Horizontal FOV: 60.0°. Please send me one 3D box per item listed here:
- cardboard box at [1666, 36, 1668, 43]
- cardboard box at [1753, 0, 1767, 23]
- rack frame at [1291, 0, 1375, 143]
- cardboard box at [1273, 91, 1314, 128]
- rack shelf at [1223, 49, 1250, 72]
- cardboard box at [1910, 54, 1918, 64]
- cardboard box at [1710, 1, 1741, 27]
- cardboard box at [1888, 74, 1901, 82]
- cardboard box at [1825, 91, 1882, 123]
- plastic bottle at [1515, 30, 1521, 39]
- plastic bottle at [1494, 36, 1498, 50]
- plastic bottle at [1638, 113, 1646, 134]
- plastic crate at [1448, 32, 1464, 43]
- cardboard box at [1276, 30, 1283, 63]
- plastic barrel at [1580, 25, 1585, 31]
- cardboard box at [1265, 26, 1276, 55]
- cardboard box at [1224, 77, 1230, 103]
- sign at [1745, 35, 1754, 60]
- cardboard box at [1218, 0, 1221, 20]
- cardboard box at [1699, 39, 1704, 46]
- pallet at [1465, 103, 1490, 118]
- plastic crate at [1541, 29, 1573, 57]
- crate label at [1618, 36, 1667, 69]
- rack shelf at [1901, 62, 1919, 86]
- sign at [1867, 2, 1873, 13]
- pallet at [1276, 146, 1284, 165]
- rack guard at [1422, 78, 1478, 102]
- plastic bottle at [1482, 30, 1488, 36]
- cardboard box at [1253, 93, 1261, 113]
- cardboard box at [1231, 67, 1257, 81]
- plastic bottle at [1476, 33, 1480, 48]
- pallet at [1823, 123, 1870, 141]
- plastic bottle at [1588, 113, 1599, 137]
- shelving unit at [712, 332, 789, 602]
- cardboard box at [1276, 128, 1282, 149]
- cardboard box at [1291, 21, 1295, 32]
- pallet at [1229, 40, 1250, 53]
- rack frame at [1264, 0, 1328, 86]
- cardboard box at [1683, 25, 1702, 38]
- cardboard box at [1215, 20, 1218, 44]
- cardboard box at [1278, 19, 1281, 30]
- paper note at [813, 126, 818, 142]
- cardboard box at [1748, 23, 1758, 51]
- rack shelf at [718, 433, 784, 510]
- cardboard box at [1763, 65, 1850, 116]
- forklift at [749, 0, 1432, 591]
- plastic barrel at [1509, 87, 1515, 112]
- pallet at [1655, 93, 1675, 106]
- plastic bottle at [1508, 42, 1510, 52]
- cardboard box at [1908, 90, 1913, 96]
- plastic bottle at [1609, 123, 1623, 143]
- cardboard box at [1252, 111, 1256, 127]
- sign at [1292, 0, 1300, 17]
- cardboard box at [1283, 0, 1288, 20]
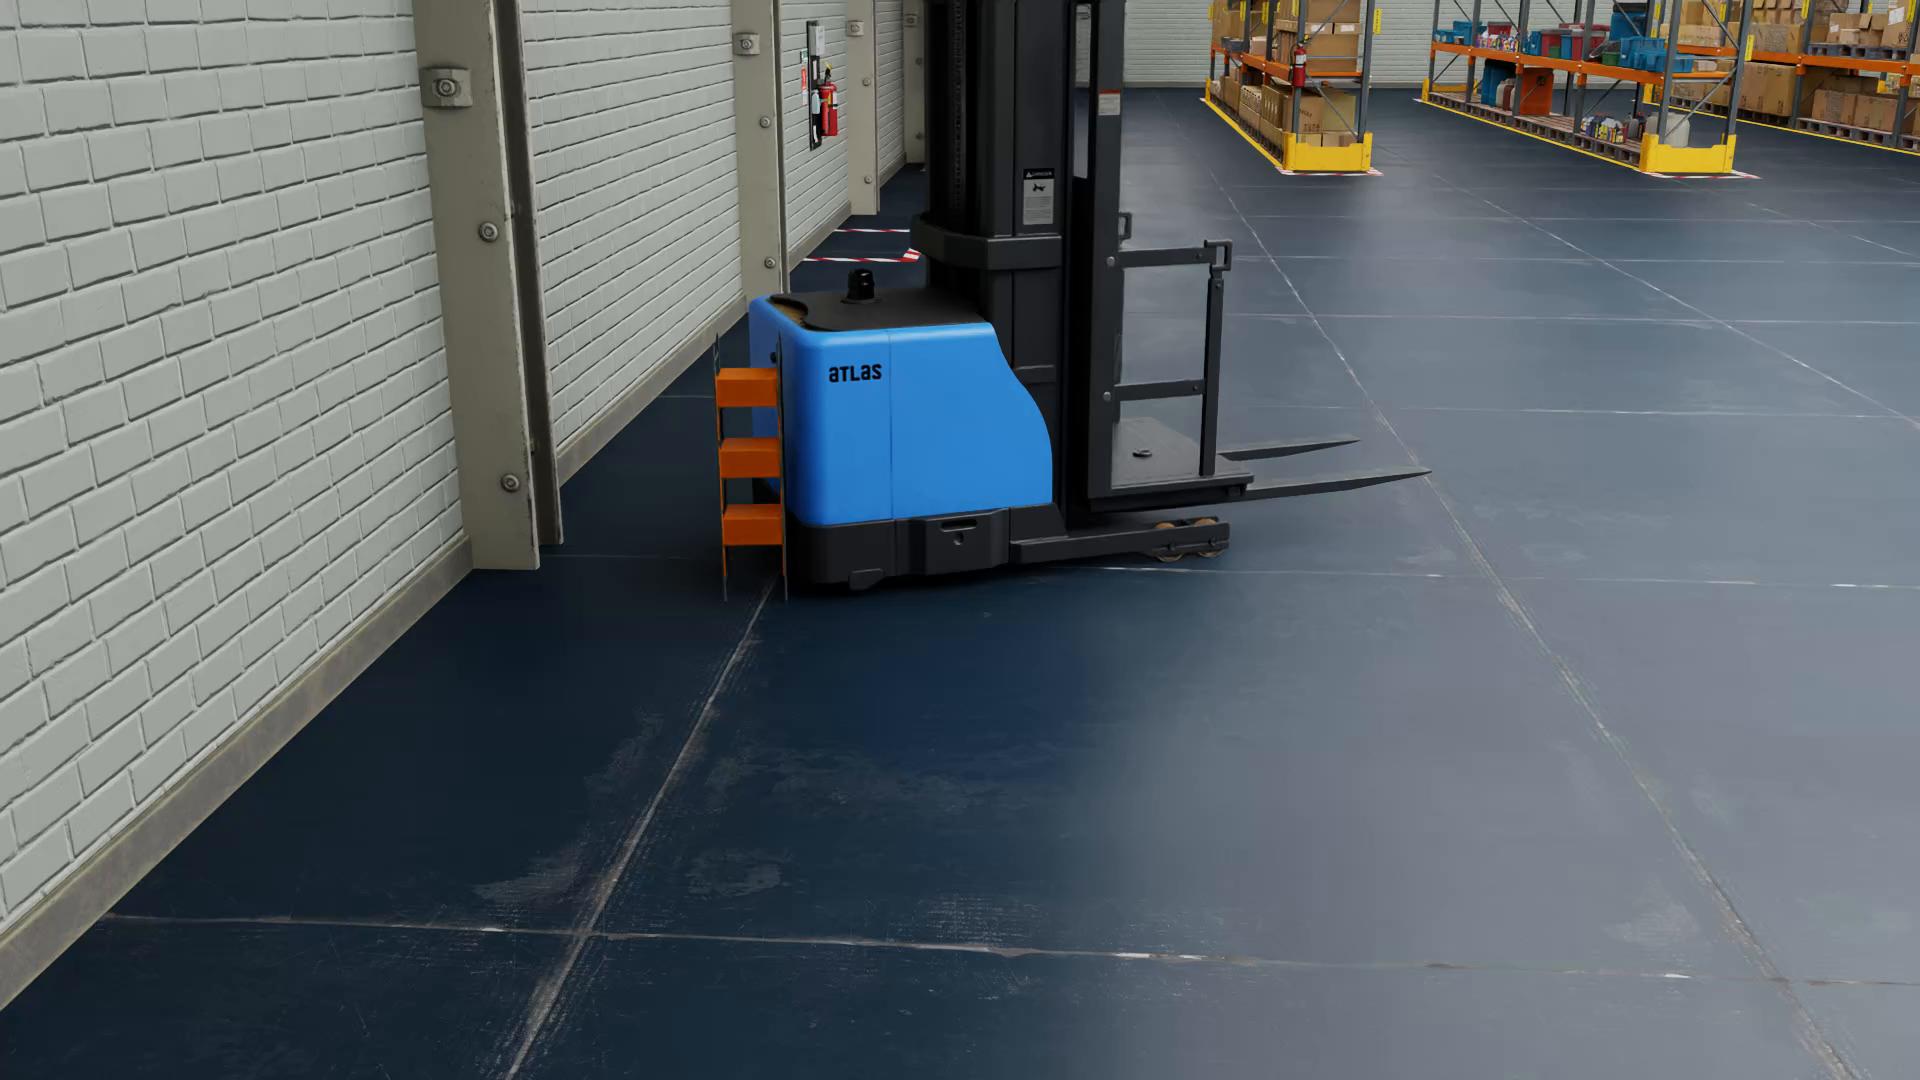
[{"bbox_3d":[15.749,-10.974,36.499,0.380,0.149,0.250,1,18,3],"label":"cardboard box"},{"bbox_3d":[15.753,-10.226,32.041,0.797,0.503,0.637,1,18,5],"label":"cardboard box"},{"bbox_3d":[5.111,-6.608,22.773,1.000,3.000,0.127,1,18,4],"label":"rack frame"},{"bbox_3d":[4.910,-6.342,24.496,0.500,0.500,0.500,1,18,4],"label":"cardboard box"},{"bbox_3d":[5.828,-9.372,32.363,1.077,0.370,4.000,1,18,4],"label":"rack shelf"},{"bbox_3d":[14.963,-7.449,25.742,0.380,0.149,0.250,1,18,4],"label":"cardboard box"},{"bbox_3d":[15.618,-10.688,33.783,0.500,0.500,0.500,2,18,5],"label":"cardboard box"},{"bbox_3d":[20.702,-10.185,36.639,0.380,0.149,0.250,0,18,1],"label":"cardboard box"},{"bbox_3d":[15.510,-7.511,28.835,0.700,0.500,0.500,0,18,-1],"label":"cardboard box"},{"bbox_3d":[11.015,-9.853,32.755,0.144,0.351,0.185,1,18,4],"label":"plastic bottle"},{"bbox_3d":[10.373,-9.602,32.116,0.097,0.271,0.097,0,18,0],"label":"plastic bottle"},{"bbox_3d":[10.566,-6.423,25.755,0.144,0.351,0.185,0,18,1],"label":"plastic bottle"},{"bbox_3d":[10.736,-10.843,35.870,0.416,0.233,0.300,1,18,4],"label":"plastic crate"},{"bbox_3d":[5.372,-7.760,26.128,0.700,0.500,0.500,1,18,2],"label":"cardboard box"},{"bbox_3d":[10.709,-8.458,28.200,0.433,0.535,0.433,0,18,0],"label":"plastic barrel"},{"bbox_3d":[5.580,-8.619,28.749,0.500,0.500,0.500,0,18,1],"label":"cardboard box"},{"bbox_3d":[5.693,-9.212,34.026,0.500,0.500,0.500,0,18,1],"label":"cardboard box"},{"bbox_3d":[10.600,-6.614,22.347,0.100,0.325,0.005,1,18,4],"label":"sign"},{"bbox_3d":[5.857,-11.493,35.913,0.500,0.500,0.500,1,18,3],"label":"cardboard box"},{"bbox_3d":[15.602,-10.335,34.550,0.380,0.149,0.250,2,18,5],"label":"cardboard box"},{"bbox_3d":[10.815,-8.660,33.512,1.003,0.211,1.213,1,18,4],"label":"pallet"},{"bbox_3d":[10.204,-8.516,28.494,0.402,0.464,0.583,1,18,4],"label":"plastic crate"},{"bbox_3d":[9.913,-7.091,24.190,0.502,0.435,0.616,1,18,4],"label":"crate label"},{"bbox_3d":[15.135,-6.665,24.102,1.077,0.370,4.000,1,18,4],"label":"rack shelf"},{"bbox_3d":[16.107,-9.374,29.481,0.100,0.325,0.005,1,18,4],"label":"sign"},{"bbox_3d":[5.124,-5.522,23.935,1.003,0.211,1.213,1,18,4],"label":"pallet"},{"bbox_3d":[11.187,-10.286,38.010,1.175,0.500,0.348,1,18,4],"label":"rack guard"},{"bbox_3d":[10.560,-10.085,33.464,0.144,0.351,0.185,1,18,4],"label":"plastic bottle"},{"bbox_3d":[5.172,-7.304,27.737,0.500,0.311,0.500,2,18,5],"label":"cardboard box"},{"bbox_3d":[5.586,-9.102,32.486,0.500,0.250,0.500,1,18,3],"label":"cardboard box"},{"bbox_3d":[10.460,-10.064,33.506,0.061,0.283,0.133,1,18,4],"label":"plastic bottle"},{"bbox_3d":[15.417,-6.925,28.218,1.003,0.211,1.213,1,18,4],"label":"pallet"},{"bbox_3d":[9.866,-6.448,25.831,0.144,0.351,0.185,2,18,5],"label":"plastic bottle"},{"bbox_3d":[-0.826,-0.285,6.605,0.252,1.050,0.215,-1,18,-3],"label":"shelving unit"},{"bbox_3d":[4.879,-5.830,24.139,0.500,0.250,0.500,1,18,4],"label":"cardboard box"},{"bbox_3d":[5.040,-7.489,24.259,0.380,0.149,0.250,2,18,5],"label":"cardboard box"},{"bbox_3d":[5.663,-9.214,31.033,1.213,0.211,1.003,1,18,4],"label":"pallet"},{"bbox_3d":[5.398,-7.851,26.564,1.000,3.000,0.127,1,18,4],"label":"rack frame"},{"bbox_3d":[15.732,-10.802,35.336,0.500,0.250,0.500,1,18,3],"label":"cardboard box"},{"bbox_3d":[5.893,-11.177,36.555,0.500,0.500,0.500,1,18,4],"label":"cardboard box"},{"bbox_3d":[5.167,-8.049,25.968,0.380,0.149,0.250,2,18,5],"label":"cardboard box"},{"bbox_3d":[-1.370,-3.852,15.777,0.016,0.148,0.142,1,18,4],"label":"paper note"},{"bbox_3d":[15.498,-9.712,32.083,0.500,0.500,0.500,1,18,3],"label":"cardboard box"},{"bbox_3d":[-0.826,-0.274,6.608,0.240,0.259,0.215,-1,18,-3],"label":"rack shelf"},{"bbox_3d":[15.635,-8.274,30.595,1.225,0.875,0.875,0,18,1],"label":"cardboard box"},{"bbox_3d":[0.645,-1.446,7.129,3.031,2.935,1.130,-6,19,-18],"label":"forklift"},{"bbox_3d":[10.594,-8.328,31.343,0.421,0.512,0.421,0,18,0],"label":"plastic barrel"},{"bbox_3d":[16.159,-9.780,36.931,1.003,0.211,1.213,1,18,4],"label":"pallet"},{"bbox_3d":[10.292,-9.220,31.062,0.097,0.201,0.097,0,18,0],"label":"plastic bottle"},{"bbox_3d":[20.646,-9.665,36.006,0.380,0.149,0.250,2,18,5],"label":"cardboard box"},{"bbox_3d":[9.791,-6.069,24.795,0.152,0.276,0.135,1,18,4],"label":"plastic bottle"},{"bbox_3d":[5.176,-7.036,27.819,0.500,0.250,0.500,1,18,3],"label":"cardboard box"},{"bbox_3d":[4.571,-7.287,22.606,0.100,0.325,0.005,1,18,4],"label":"sign"},{"bbox_3d":[5.337,-8.220,25.447,0.700,0.500,0.500,1,18,4],"label":"cardboard box"}]
